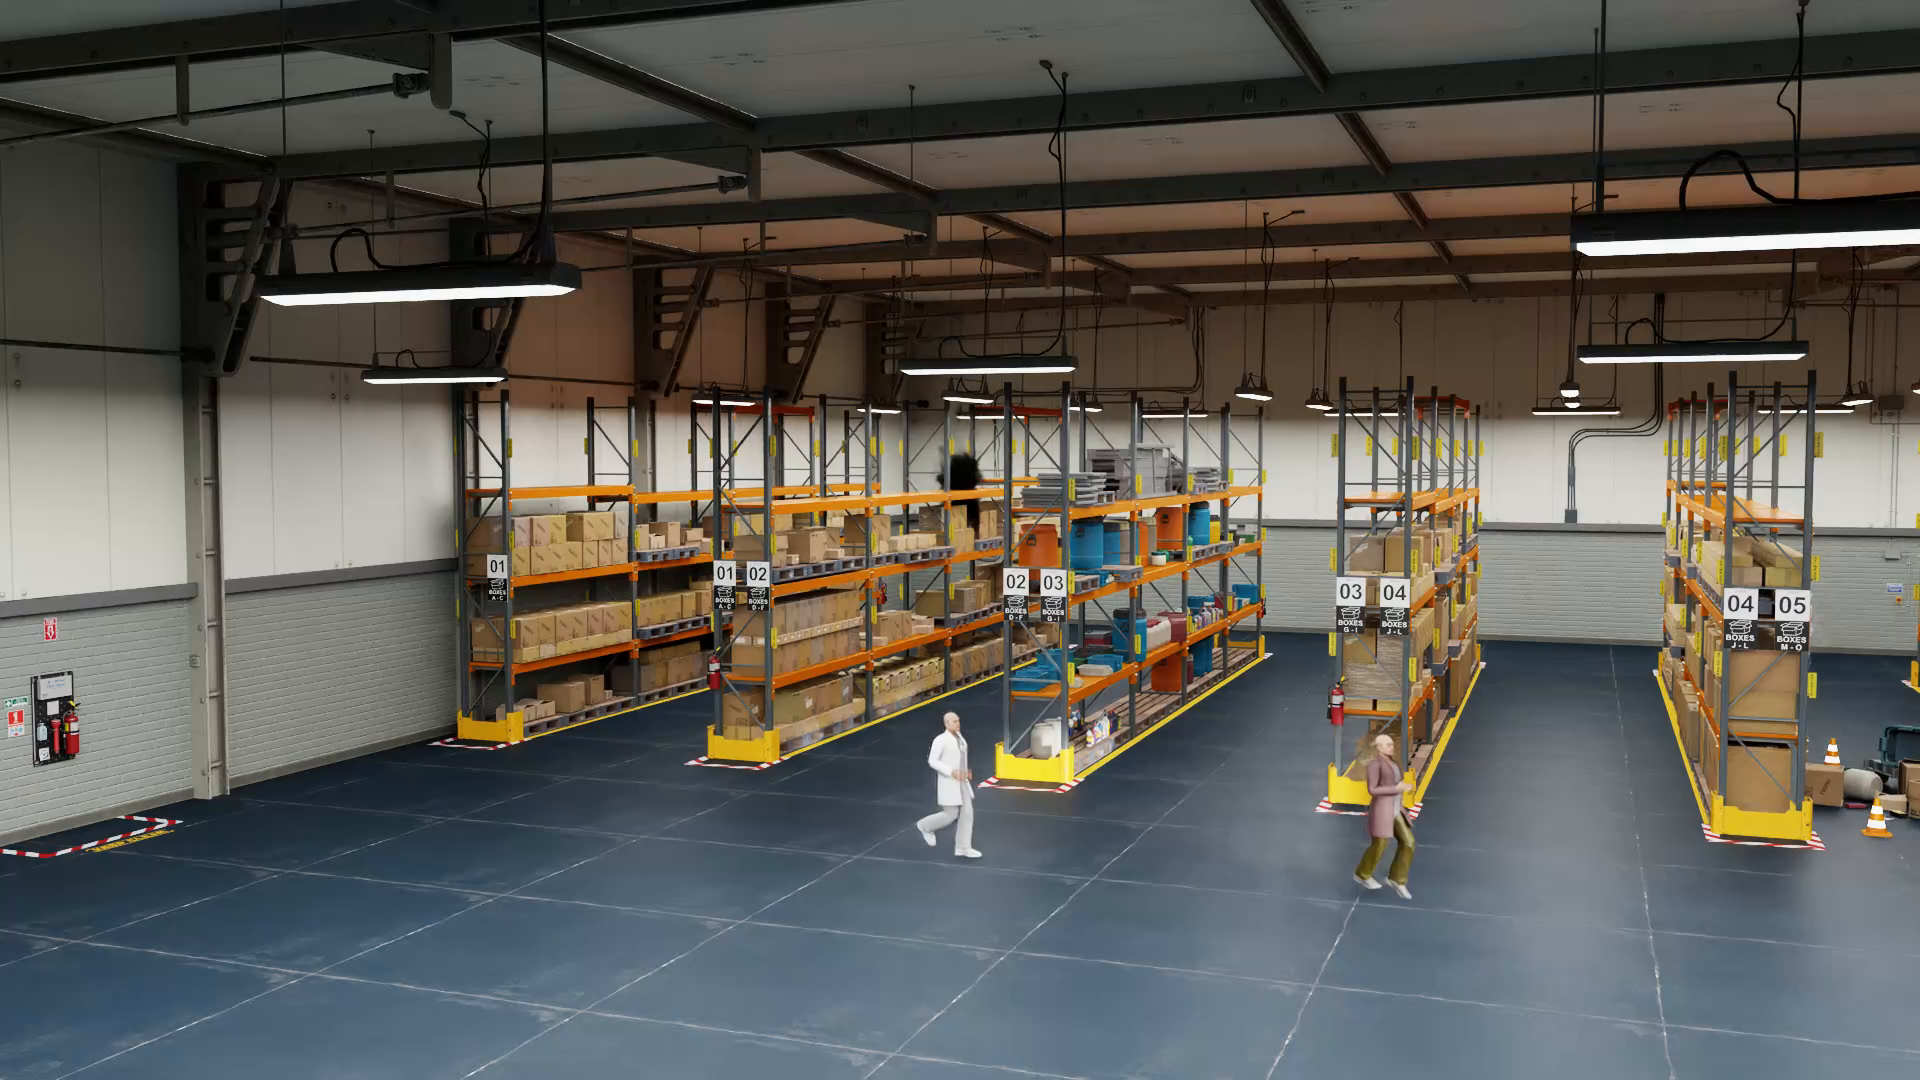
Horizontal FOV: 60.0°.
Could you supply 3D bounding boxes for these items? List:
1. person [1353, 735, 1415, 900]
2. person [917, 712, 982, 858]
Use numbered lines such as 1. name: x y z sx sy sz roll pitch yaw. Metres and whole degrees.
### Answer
1. person: 4.764 3.095 18.577 0.685 1.844 0.793 -3 4 -39
2. person: -0.112 2.986 20.405 0.921 1.749 0.720 2 4 37
